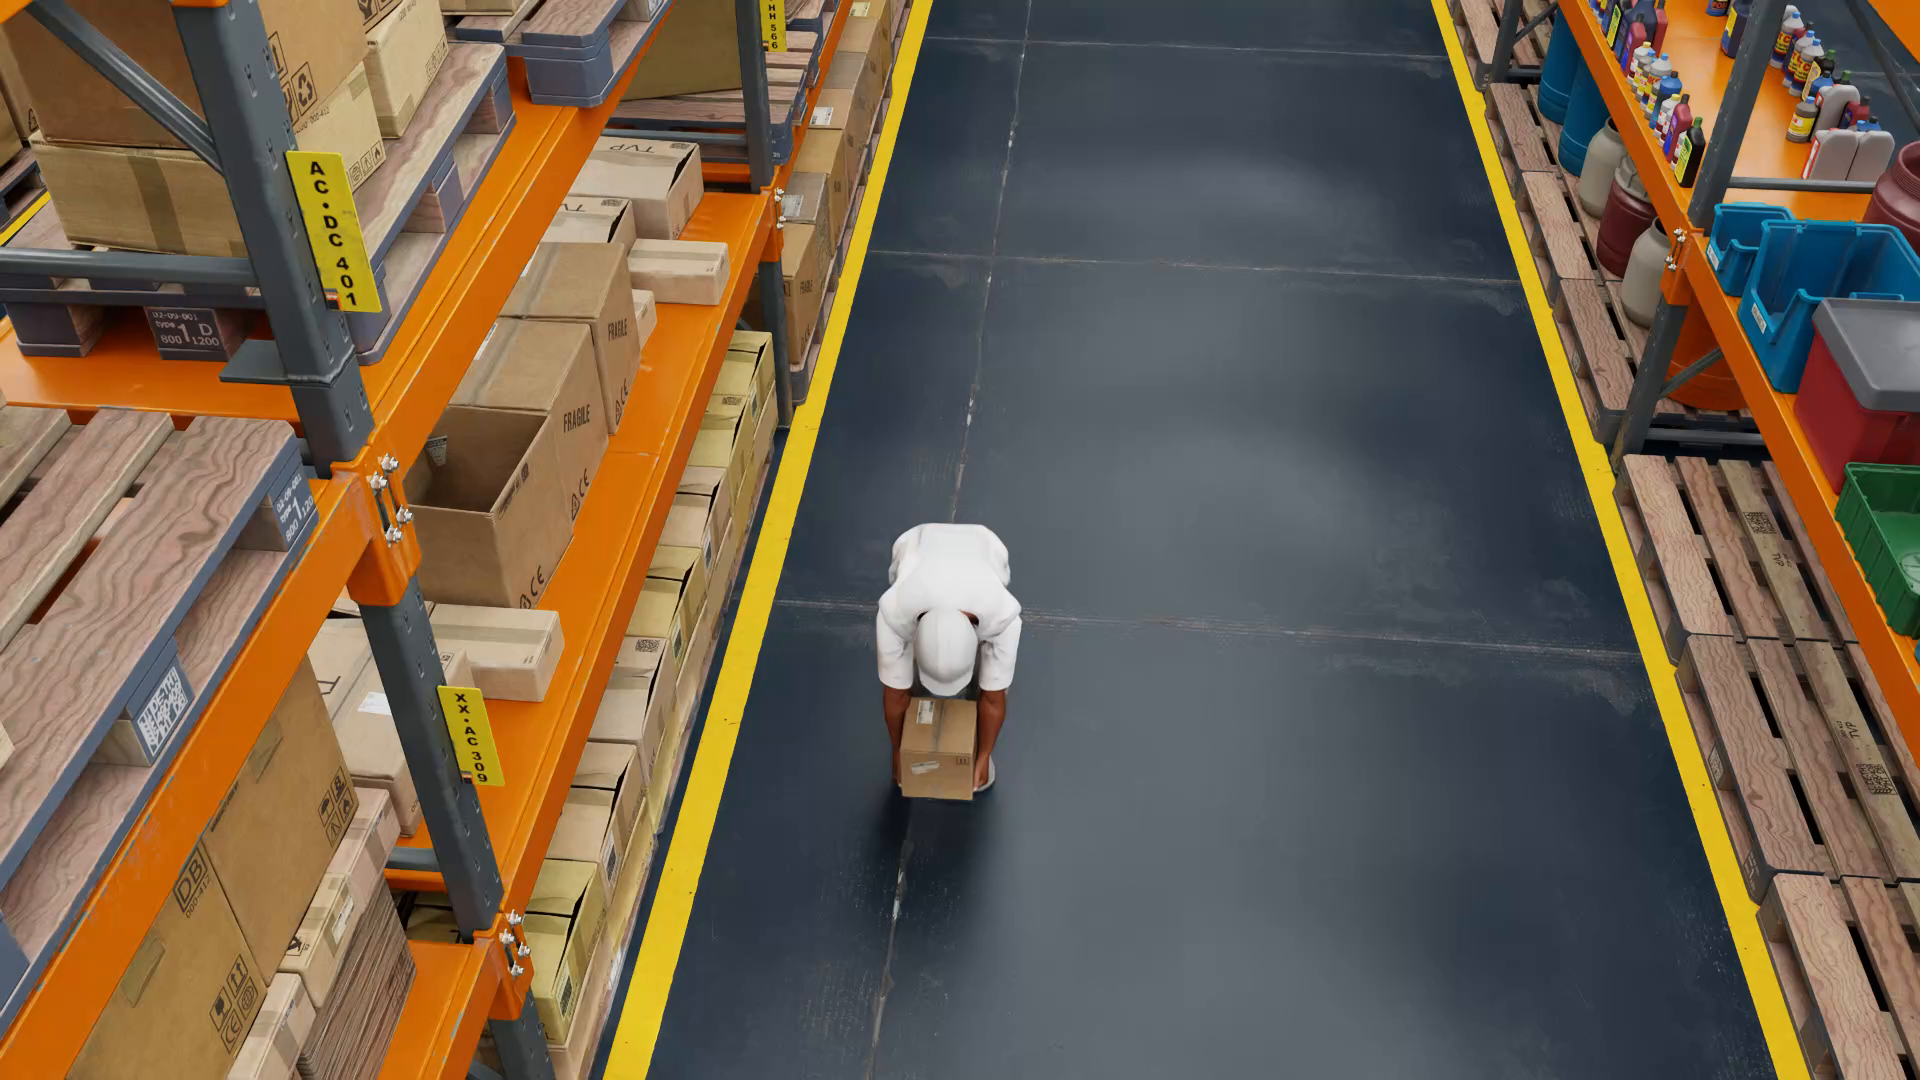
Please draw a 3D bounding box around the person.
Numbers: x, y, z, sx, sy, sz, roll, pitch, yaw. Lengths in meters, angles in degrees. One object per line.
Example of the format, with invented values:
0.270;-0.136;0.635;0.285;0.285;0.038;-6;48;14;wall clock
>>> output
-0.034;0.491;5.965;0.498;1.231;0.945;2;40;2;person
